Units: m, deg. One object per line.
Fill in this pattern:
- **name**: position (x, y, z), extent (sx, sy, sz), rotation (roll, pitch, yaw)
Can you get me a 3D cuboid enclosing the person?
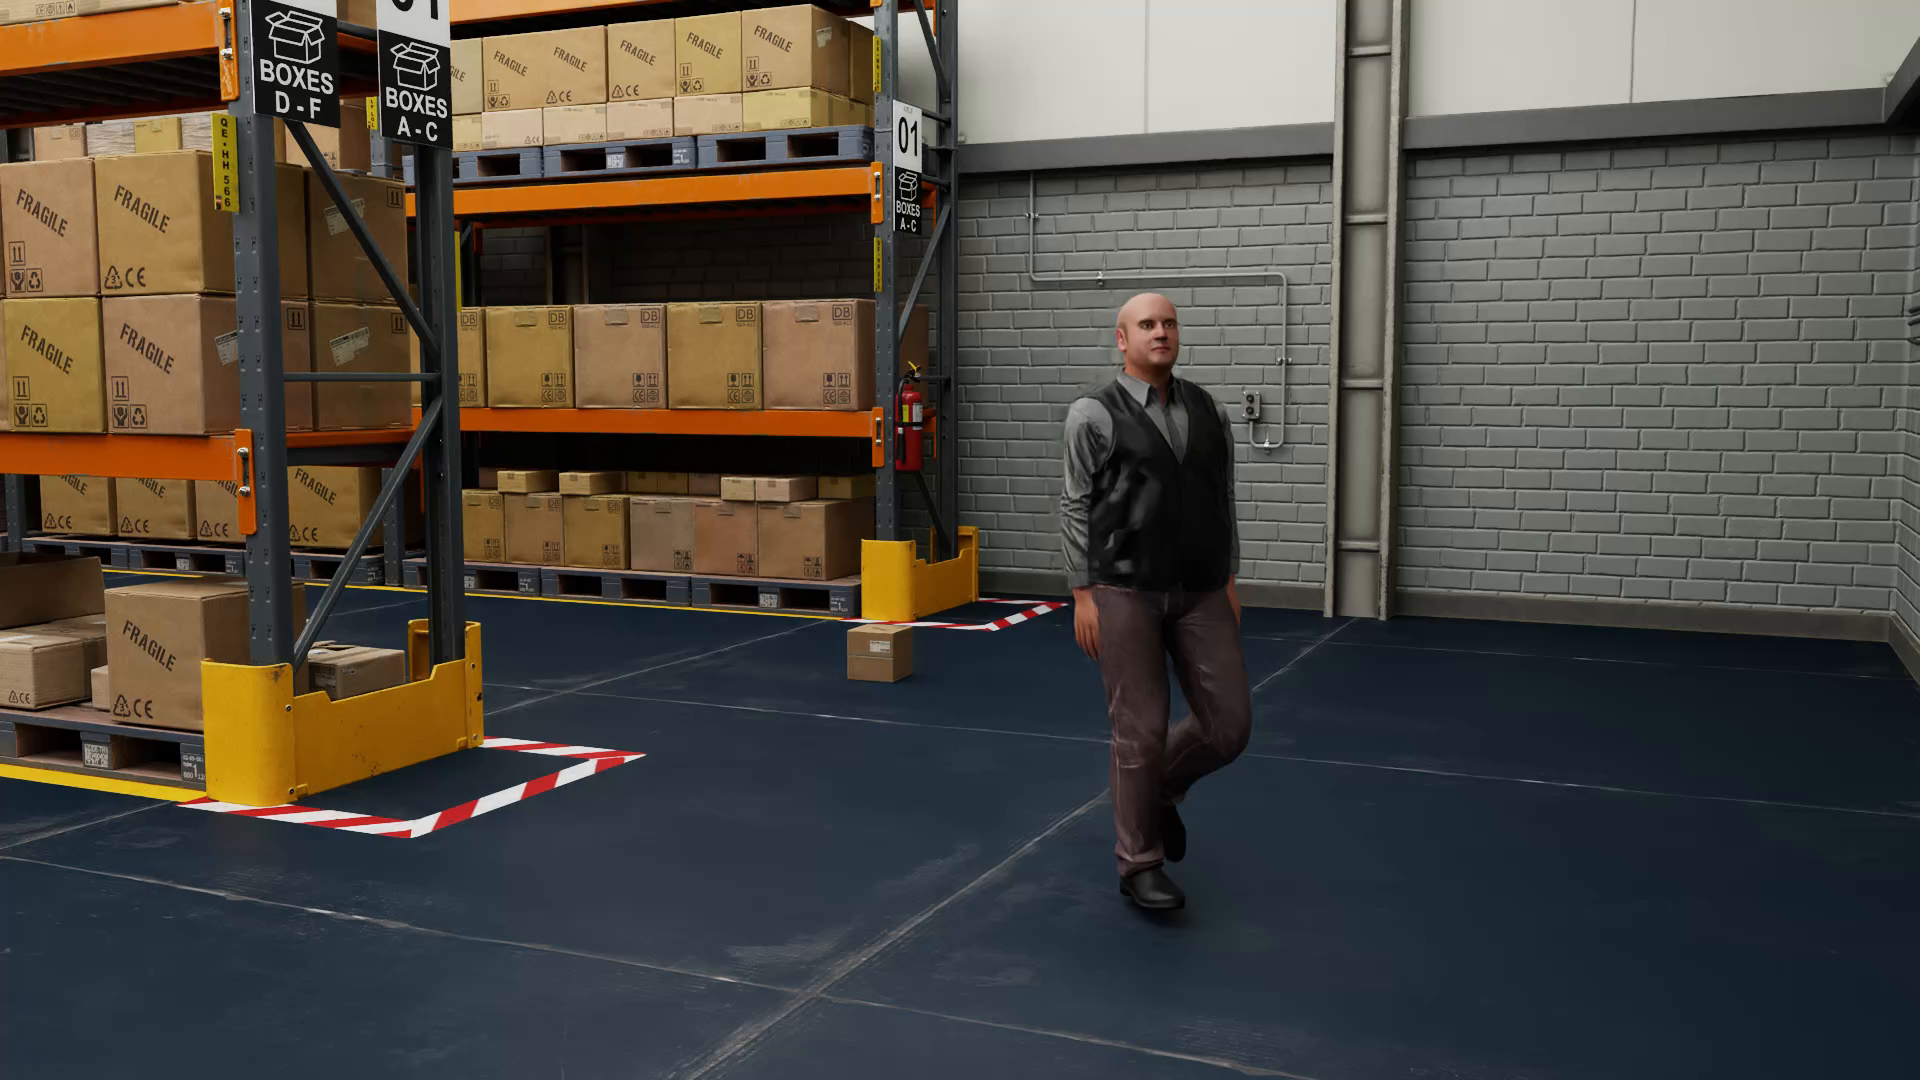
- **person**: position (0.547, 0.158, 4.742), extent (0.547, 1.711, 0.539), rotation (-2, 6, -20)
